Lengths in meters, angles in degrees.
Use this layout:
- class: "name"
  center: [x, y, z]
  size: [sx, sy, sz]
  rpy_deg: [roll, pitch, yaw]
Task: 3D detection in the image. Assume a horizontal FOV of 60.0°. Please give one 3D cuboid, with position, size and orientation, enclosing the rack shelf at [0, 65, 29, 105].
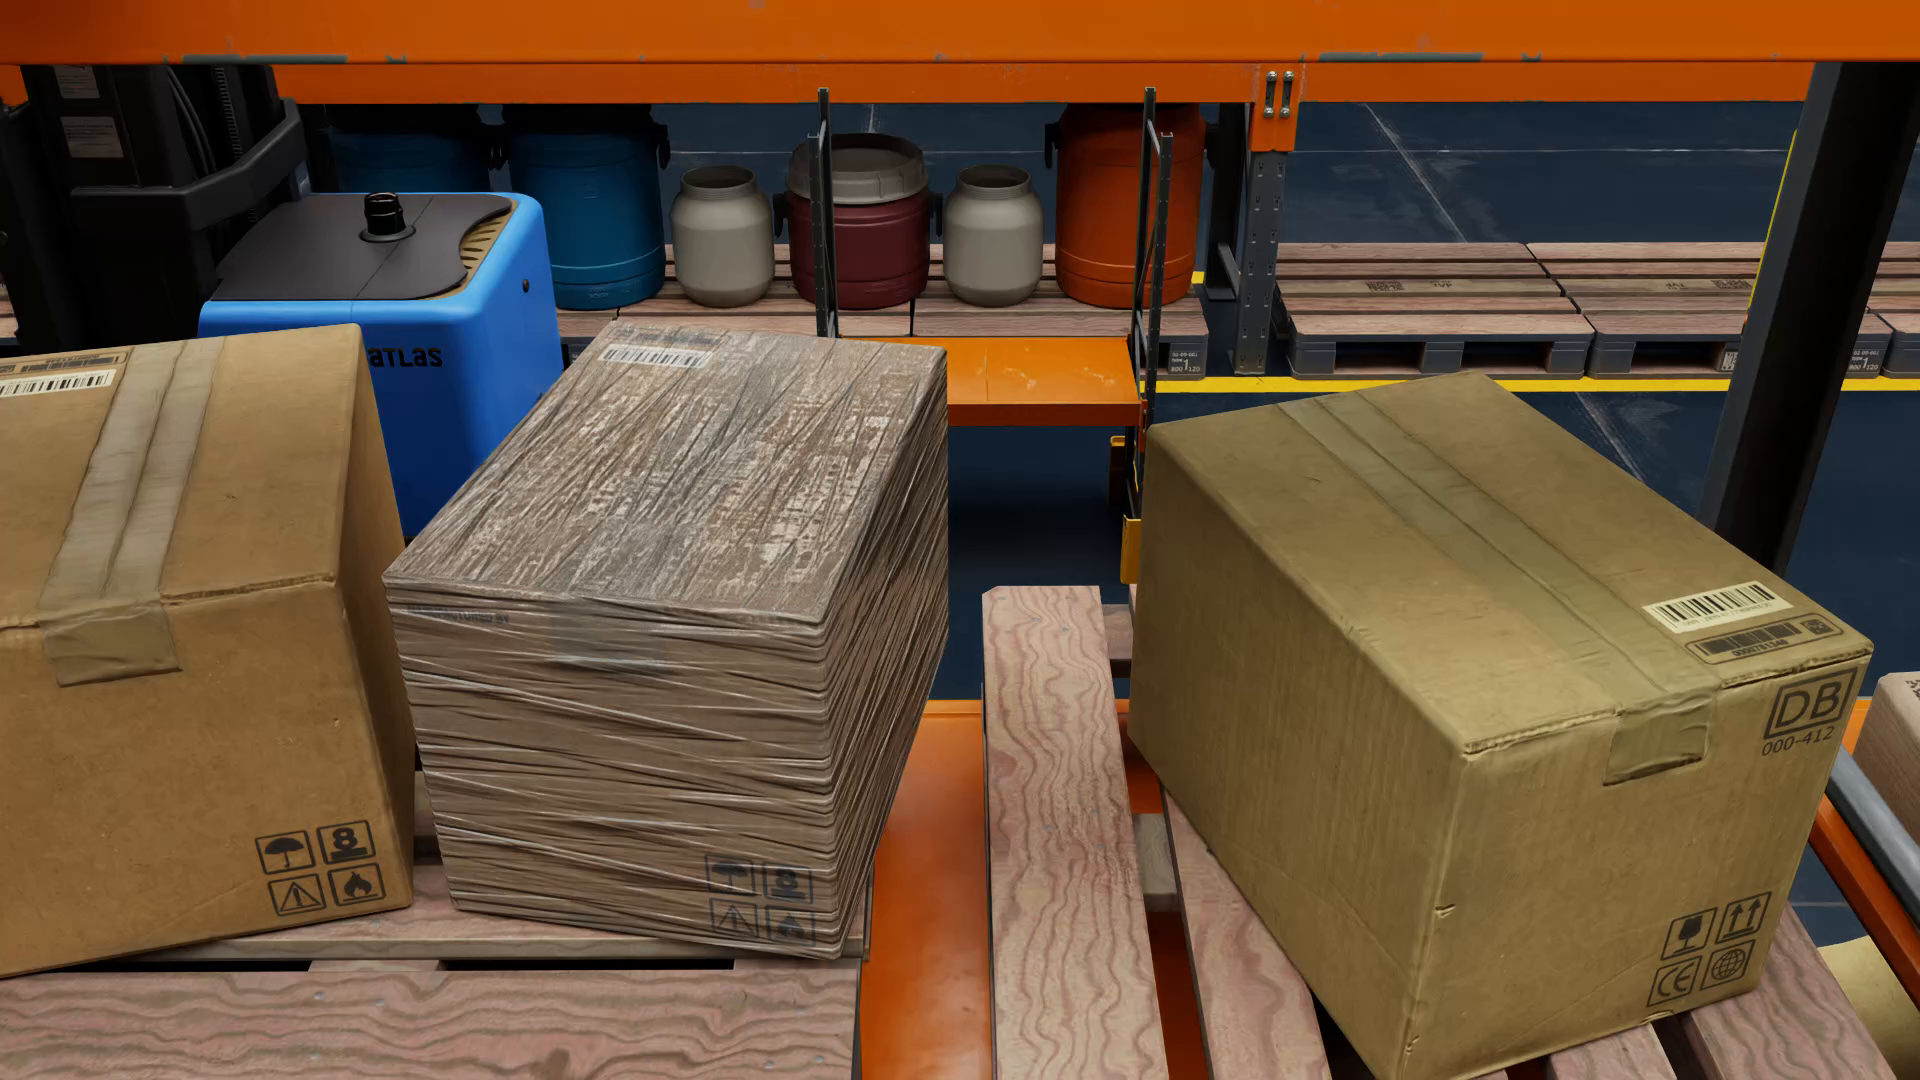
- class: "rack shelf"
  center: [-4.808, -1.889, 6.666]
  size: [4.000, 0.370, 1.077]
  rpy_deg: [0, 31, 0]

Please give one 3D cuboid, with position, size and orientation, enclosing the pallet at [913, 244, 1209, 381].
- class: "pallet"
  center: [0.404, -1.000, 7.194]
  size: [1.213, 0.211, 1.003]
  rpy_deg: [0, 31, 0]

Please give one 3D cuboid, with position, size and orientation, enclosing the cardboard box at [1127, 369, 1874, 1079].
- class: "cardboard box"
  center: [0.589, 0.192, 2.041]
  size: [0.500, 0.500, 0.700]
  rpy_deg: [-11, 33, -17]

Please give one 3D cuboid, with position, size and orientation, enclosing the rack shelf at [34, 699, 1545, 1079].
- class: "rack shelf"
  center: [-0.782, 0.667, 2.452]
  size: [4.000, 0.370, 1.077]
  rpy_deg: [0, 31, 0]

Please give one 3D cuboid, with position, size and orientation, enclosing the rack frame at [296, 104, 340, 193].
- class: "rack frame"
  center: [-2.808, -2.203, 6.490]
  size: [0.127, 3.000, 1.000]
  rpy_deg: [0, 31, 0]

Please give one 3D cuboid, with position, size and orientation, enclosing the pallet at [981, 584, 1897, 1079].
- class: "pallet"
  center: [0.541, 0.474, 2.262]
  size: [1.003, 0.211, 1.213]
  rpy_deg: [0, 31, 0]

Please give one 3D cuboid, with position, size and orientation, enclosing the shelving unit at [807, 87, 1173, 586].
- class: "shelving unit"
  center: [0.076, -0.641, 5.361]
  size: [1.083, 1.500, 0.587]
  rpy_deg: [0, 31, 0]

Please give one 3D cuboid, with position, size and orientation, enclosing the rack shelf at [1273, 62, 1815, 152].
- class: "rack shelf"
  center: [3.192, -1.915, 6.707]
  size: [4.000, 0.370, 1.077]
  rpy_deg: [0, 31, 0]

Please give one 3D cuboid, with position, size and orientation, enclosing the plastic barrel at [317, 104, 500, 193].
- class: "plastic barrel"
  center: [-2.264, -1.479, 6.913]
  size: [0.708, 0.901, 0.600]
  rpy_deg: [0, 31, 0]

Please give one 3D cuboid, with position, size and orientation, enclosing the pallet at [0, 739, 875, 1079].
- class: "pallet"
  center: [-0.726, 0.444, 2.311]
  size: [1.213, 0.211, 1.003]
  rpy_deg: [0, 31, 0]

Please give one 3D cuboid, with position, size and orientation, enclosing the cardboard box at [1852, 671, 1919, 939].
- class: "cardboard box"
  center: [1.582, 0.413, 2.263]
  size: [0.500, 0.311, 0.500]
  rpy_deg: [2, 31, 3]

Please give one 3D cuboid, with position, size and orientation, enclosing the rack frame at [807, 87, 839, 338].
- class: "rack frame"
  center: [-0.423, -0.640, 5.359]
  size: [0.032, 1.500, 0.500]
  rpy_deg: [0, 31, 0]

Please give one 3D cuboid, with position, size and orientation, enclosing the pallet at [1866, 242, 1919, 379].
- class: "pallet"
  center: [4.407, -1.014, 7.217]
  size: [1.213, 0.211, 1.003]
  rpy_deg: [0, 31, 0]

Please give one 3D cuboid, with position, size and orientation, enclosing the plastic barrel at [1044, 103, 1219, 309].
- class: "plastic barrel"
  center: [0.703, -1.457, 6.947]
  size: [0.708, 0.830, 0.600]
  rpy_deg: [0, 31, 0]

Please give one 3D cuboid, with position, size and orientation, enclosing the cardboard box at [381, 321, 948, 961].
- class: "cardboard box"
  center: [-0.327, 0.096, 2.200]
  size: [0.500, 0.500, 0.700]
  rpy_deg: [6, 32, 9]

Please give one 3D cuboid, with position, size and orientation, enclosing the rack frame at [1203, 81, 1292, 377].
- class: "rack frame"
  center: [1.192, -2.216, 6.510]
  size: [0.127, 3.000, 1.000]
  rpy_deg: [0, 31, 0]

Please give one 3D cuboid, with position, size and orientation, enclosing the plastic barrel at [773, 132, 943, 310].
- class: "plastic barrel"
  center: [-0.426, -1.350, 7.004]
  size: [0.708, 0.588, 0.600]
  rpy_deg: [0, 31, 0]

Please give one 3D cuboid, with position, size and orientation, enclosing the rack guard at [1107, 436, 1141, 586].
- class: "rack guard"
  center: [0.574, -0.109, 5.688]
  size: [0.087, 0.250, 0.587]
  rpy_deg: [0, 31, 0]

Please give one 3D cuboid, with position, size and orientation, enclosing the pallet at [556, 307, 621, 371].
- class: "pallet"
  center: [-2.036, -0.992, 7.181]
  size: [1.213, 0.211, 1.003]
  rpy_deg: [0, 31, 0]

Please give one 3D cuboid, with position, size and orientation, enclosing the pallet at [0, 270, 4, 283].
- class: "pallet"
  center: [-4.766, -0.983, 7.167]
  size: [1.213, 0.211, 1.003]
  rpy_deg: [0, 31, 0]

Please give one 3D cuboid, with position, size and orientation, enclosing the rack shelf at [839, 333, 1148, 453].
- class: "rack shelf"
  center: [0.085, -0.488, 5.455]
  size: [1.000, 0.185, 0.538]
  rpy_deg: [0, 31, 0]

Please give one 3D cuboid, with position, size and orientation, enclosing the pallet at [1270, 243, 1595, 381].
- class: "pallet"
  center: [1.967, -1.006, 7.204]
  size: [1.213, 0.211, 1.003]
  rpy_deg: [0, 31, 0]

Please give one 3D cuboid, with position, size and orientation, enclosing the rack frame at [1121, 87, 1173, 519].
- class: "rack frame"
  center: [0.594, -0.643, 5.364]
  size: [0.032, 1.500, 0.500]
  rpy_deg: [0, 31, 0]

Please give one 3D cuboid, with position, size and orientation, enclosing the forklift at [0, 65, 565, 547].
- class: "forklift"
  center: [-2.905, -1.262, 5.004]
  size: [3.031, 2.935, 1.130]
  rpy_deg: [0, 31, 0]

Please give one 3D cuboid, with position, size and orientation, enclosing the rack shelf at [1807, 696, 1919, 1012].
- class: "rack shelf"
  center: [3.218, 0.655, 2.472]
  size: [4.000, 0.370, 1.077]
  rpy_deg: [0, 31, 0]

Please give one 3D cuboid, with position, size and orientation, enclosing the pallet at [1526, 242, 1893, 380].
- class: "pallet"
  center: [3.184, -1.008, 7.208]
  size: [1.213, 0.211, 1.003]
  rpy_deg: [0, 31, 0]

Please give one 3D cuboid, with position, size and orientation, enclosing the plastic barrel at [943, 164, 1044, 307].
- class: "plastic barrel"
  center: [0.139, -1.273, 6.950]
  size: [0.421, 0.512, 0.421]
  rpy_deg: [0, 31, 0]

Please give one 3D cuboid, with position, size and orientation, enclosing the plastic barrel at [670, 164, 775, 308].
- class: "plastic barrel"
  center: [-0.990, -1.270, 6.944]
  size: [0.421, 0.512, 0.421]
  rpy_deg: [0, 31, 0]

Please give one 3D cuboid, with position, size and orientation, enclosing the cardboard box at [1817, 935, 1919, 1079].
- class: "cardboard box"
  center: [1.741, 0.980, 2.948]
  size: [0.500, 0.311, 0.500]
  rpy_deg: [1, 31, 1]

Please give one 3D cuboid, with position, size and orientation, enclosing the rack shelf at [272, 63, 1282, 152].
- class: "rack shelf"
  center: [-0.808, -1.902, 6.687]
  size: [4.000, 0.370, 1.077]
  rpy_deg: [0, 31, 0]

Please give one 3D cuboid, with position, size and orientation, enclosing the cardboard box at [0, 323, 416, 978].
- class: "cardboard box"
  center: [-1.015, 0.106, 2.182]
  size: [0.500, 0.500, 0.700]
  rpy_deg: [-8, 32, -13]

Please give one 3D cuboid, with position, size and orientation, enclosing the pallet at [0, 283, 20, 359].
- class: "pallet"
  center: [-3.543, -0.989, 7.176]
  size: [1.213, 0.211, 1.003]
  rpy_deg: [0, 31, 0]

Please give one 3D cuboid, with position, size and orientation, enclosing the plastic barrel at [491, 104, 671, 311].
- class: "plastic barrel"
  center: [-1.556, -1.481, 6.917]
  size: [0.708, 0.901, 0.600]
  rpy_deg: [0, 31, 0]

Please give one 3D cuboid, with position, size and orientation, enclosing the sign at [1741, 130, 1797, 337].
- class: "sign"
  center: [1.212, -0.429, 2.450]
  size: [0.005, 0.325, 0.100]
  rpy_deg: [0, 31, 0]

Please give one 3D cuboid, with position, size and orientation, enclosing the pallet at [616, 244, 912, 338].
- class: "pallet"
  center: [-0.813, -0.997, 7.190]
  size: [1.213, 0.211, 1.003]
  rpy_deg: [0, 31, 0]
